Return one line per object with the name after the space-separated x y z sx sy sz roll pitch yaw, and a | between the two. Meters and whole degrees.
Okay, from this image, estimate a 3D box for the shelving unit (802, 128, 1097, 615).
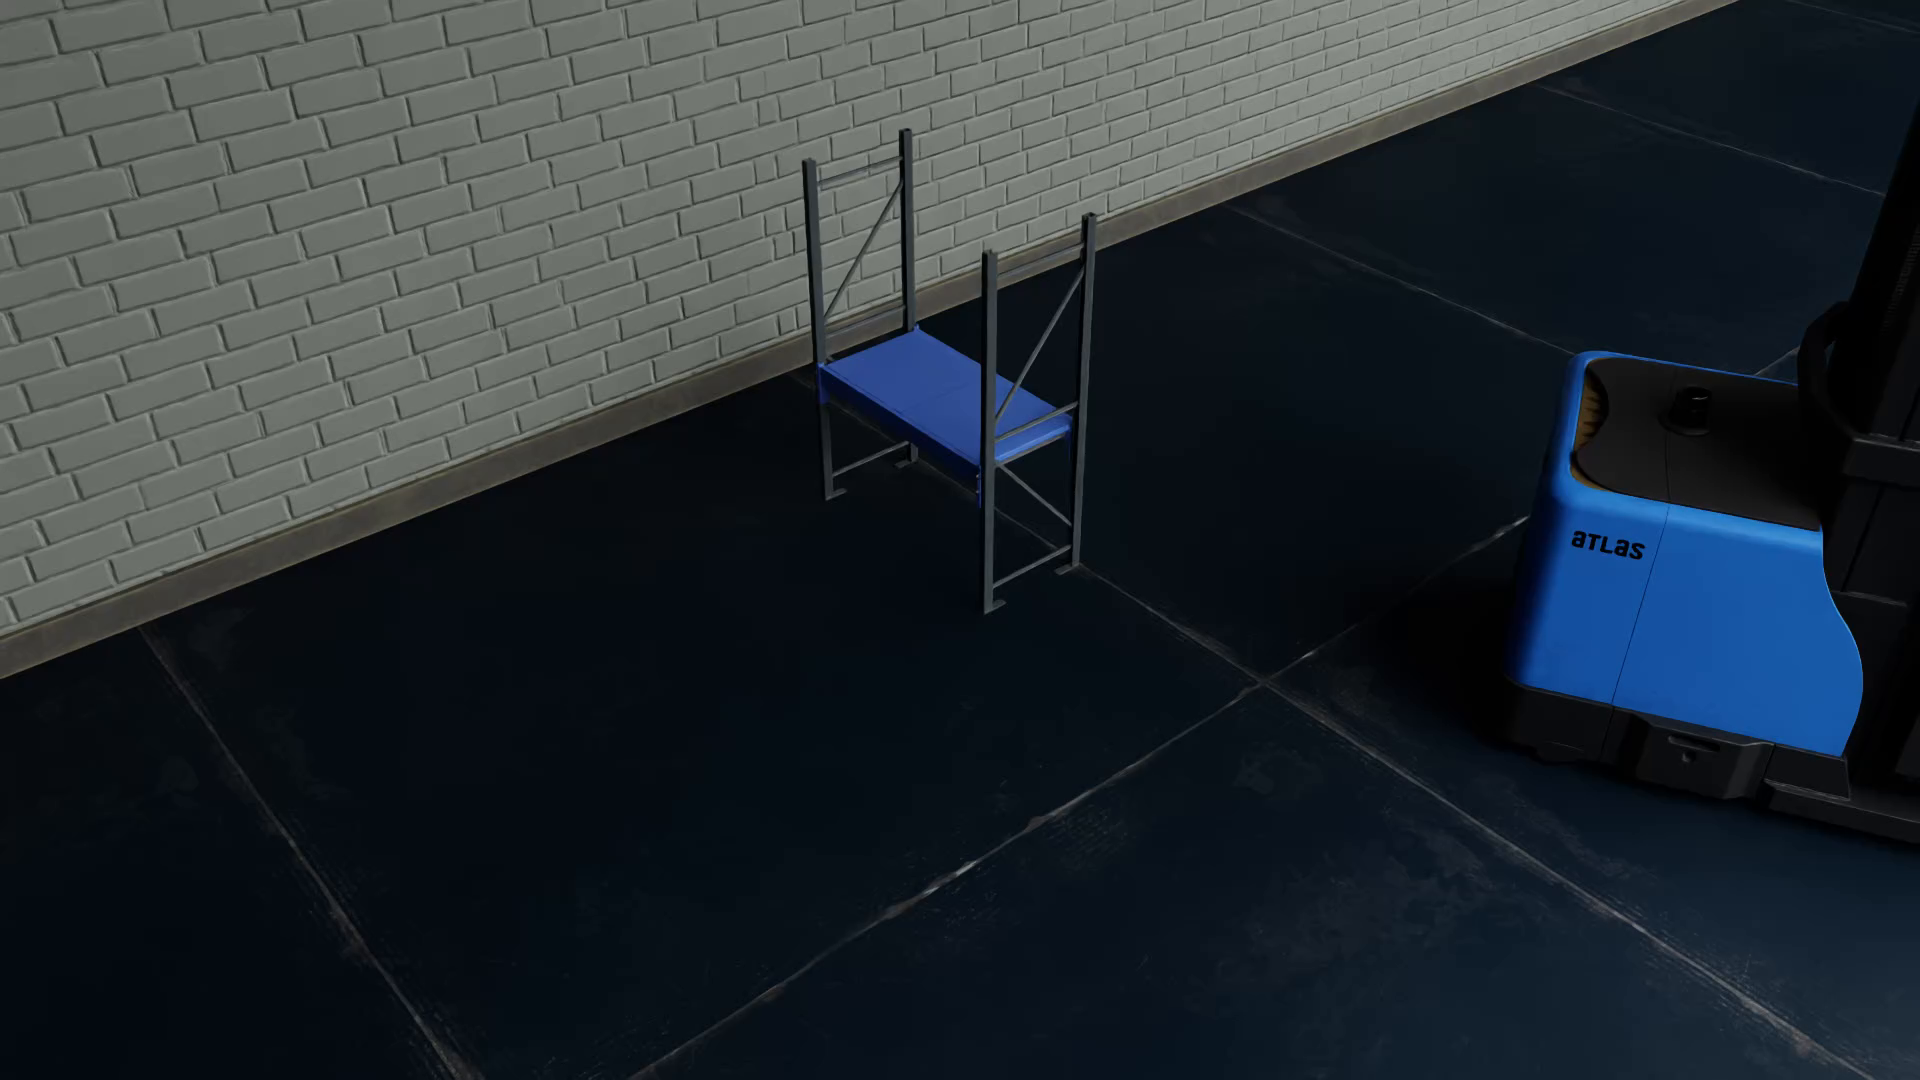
-0.055 -0.650 6.370 0.538 1.500 1.048 -26 43 -32 | shelving unit

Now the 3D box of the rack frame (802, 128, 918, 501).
-0.383 -0.874 6.687 0.500 1.500 0.032 -26 43 -32 | rack frame

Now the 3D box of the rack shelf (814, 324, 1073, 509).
-0.055 -0.503 6.474 0.538 0.185 1.000 -26 43 -32 | rack shelf

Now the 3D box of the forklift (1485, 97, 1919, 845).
3.385 -0.437 4.831 3.031 2.935 1.130 13 37 17 | forklift

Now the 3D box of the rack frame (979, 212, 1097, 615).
0.273 -0.425 6.053 0.500 1.500 0.032 -26 43 -32 | rack frame
